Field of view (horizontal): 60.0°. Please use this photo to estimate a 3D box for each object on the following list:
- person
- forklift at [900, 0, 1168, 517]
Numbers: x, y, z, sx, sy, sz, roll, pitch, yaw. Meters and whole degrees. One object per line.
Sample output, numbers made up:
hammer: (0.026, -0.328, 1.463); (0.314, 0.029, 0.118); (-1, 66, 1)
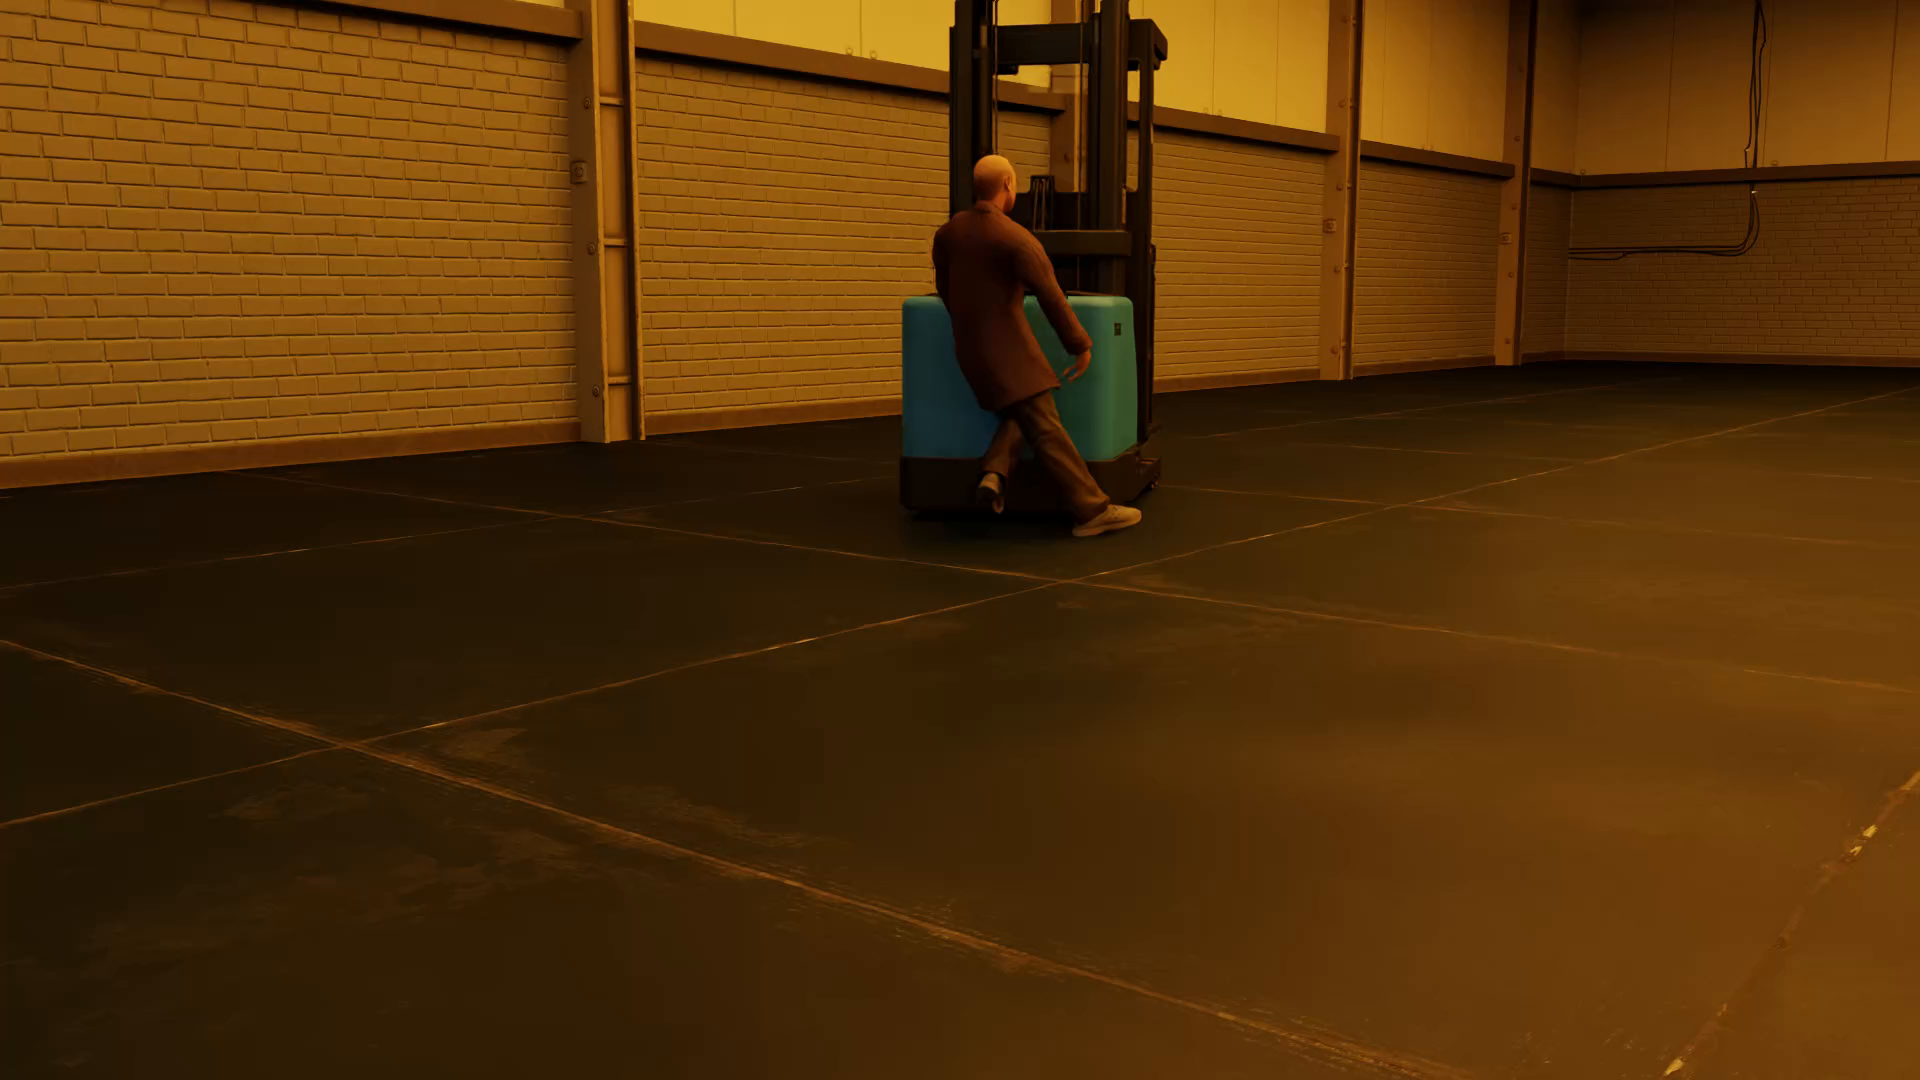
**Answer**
person: (0.340, -0.884, 7.604); (0.751, 1.695, 0.774); (-6, 10, -35)
forklift: (0.537, -1.737, 9.154); (1.130, 2.935, 3.031); (2, 9, 13)
